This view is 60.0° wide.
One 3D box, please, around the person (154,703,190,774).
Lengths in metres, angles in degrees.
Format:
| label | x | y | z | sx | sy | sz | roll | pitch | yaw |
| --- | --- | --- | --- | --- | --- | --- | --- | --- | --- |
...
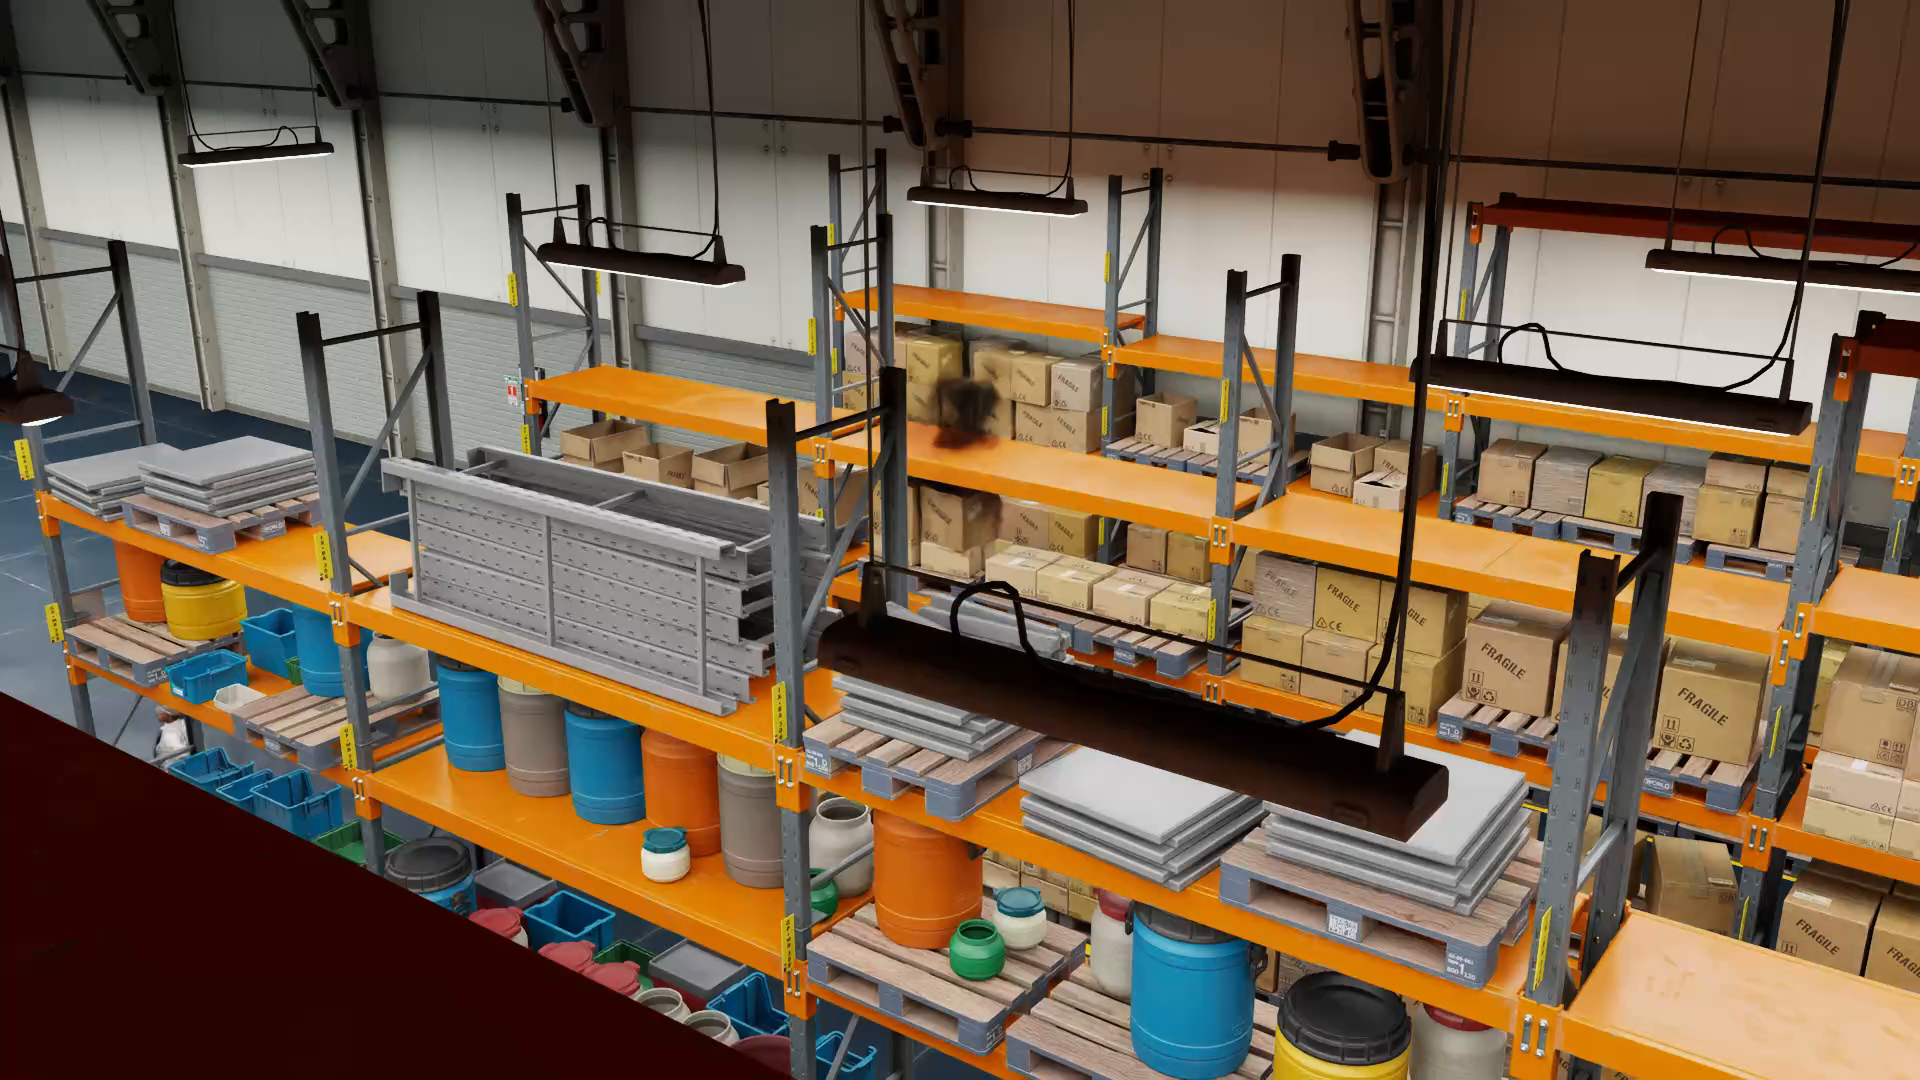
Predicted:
| label | x | y | z | sx | sy | sz | roll | pitch | yaw |
| --- | --- | --- | --- | --- | --- | --- | --- | --- | --- |
| person | -7.445 | 2.220 | 15.915 | 0.688 | 1.631 | 0.615 | -2 | 19 | -7 |
